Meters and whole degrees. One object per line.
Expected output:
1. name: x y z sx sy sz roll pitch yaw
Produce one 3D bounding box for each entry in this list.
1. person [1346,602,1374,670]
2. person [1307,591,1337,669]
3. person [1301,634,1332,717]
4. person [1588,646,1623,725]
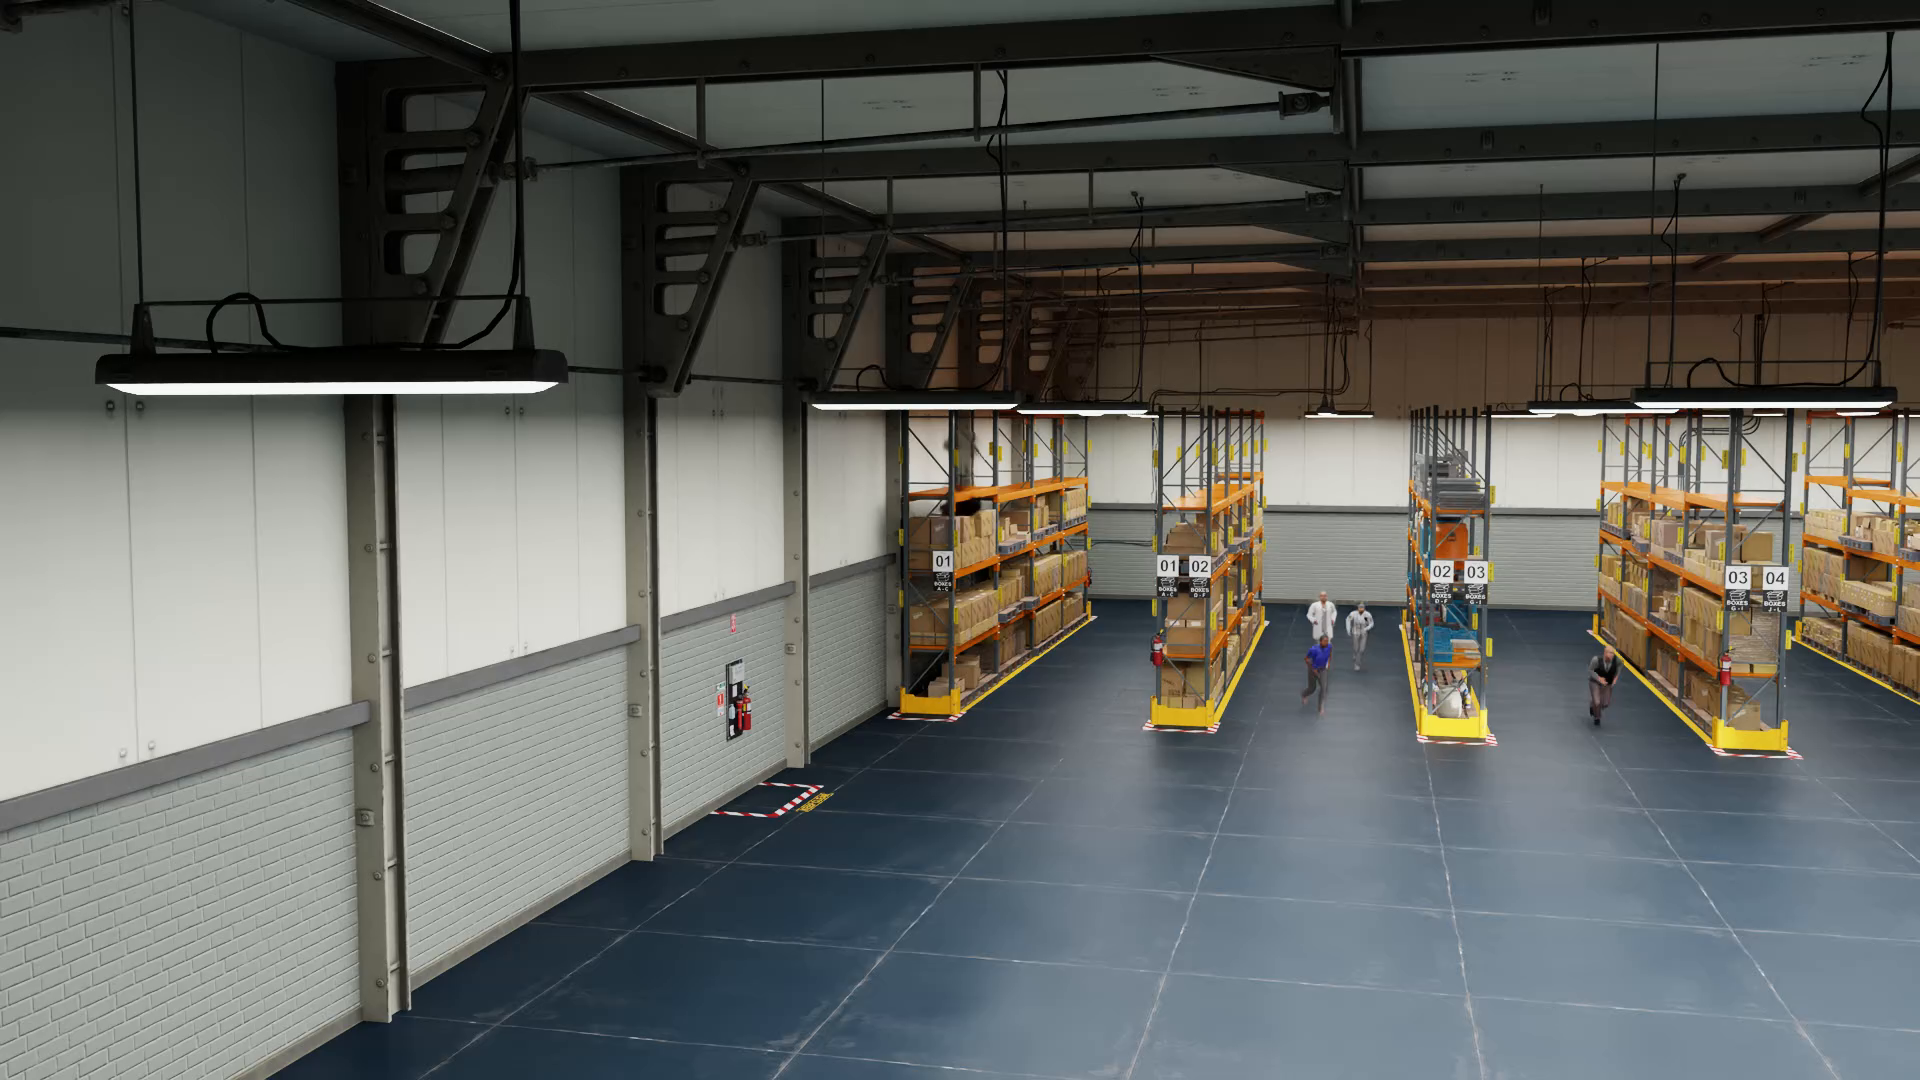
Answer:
1. person: 9.194 2.193 38.260 0.607 1.619 0.686 0 4 5
2. person: 8.454 2.072 38.766 0.712 1.764 0.918 0 4 1
3. person: 6.980 2.613 32.657 0.601 1.615 0.955 -1 4 -20
4. person: 12.106 2.720 31.268 0.680 1.542 0.844 0 4 -1
